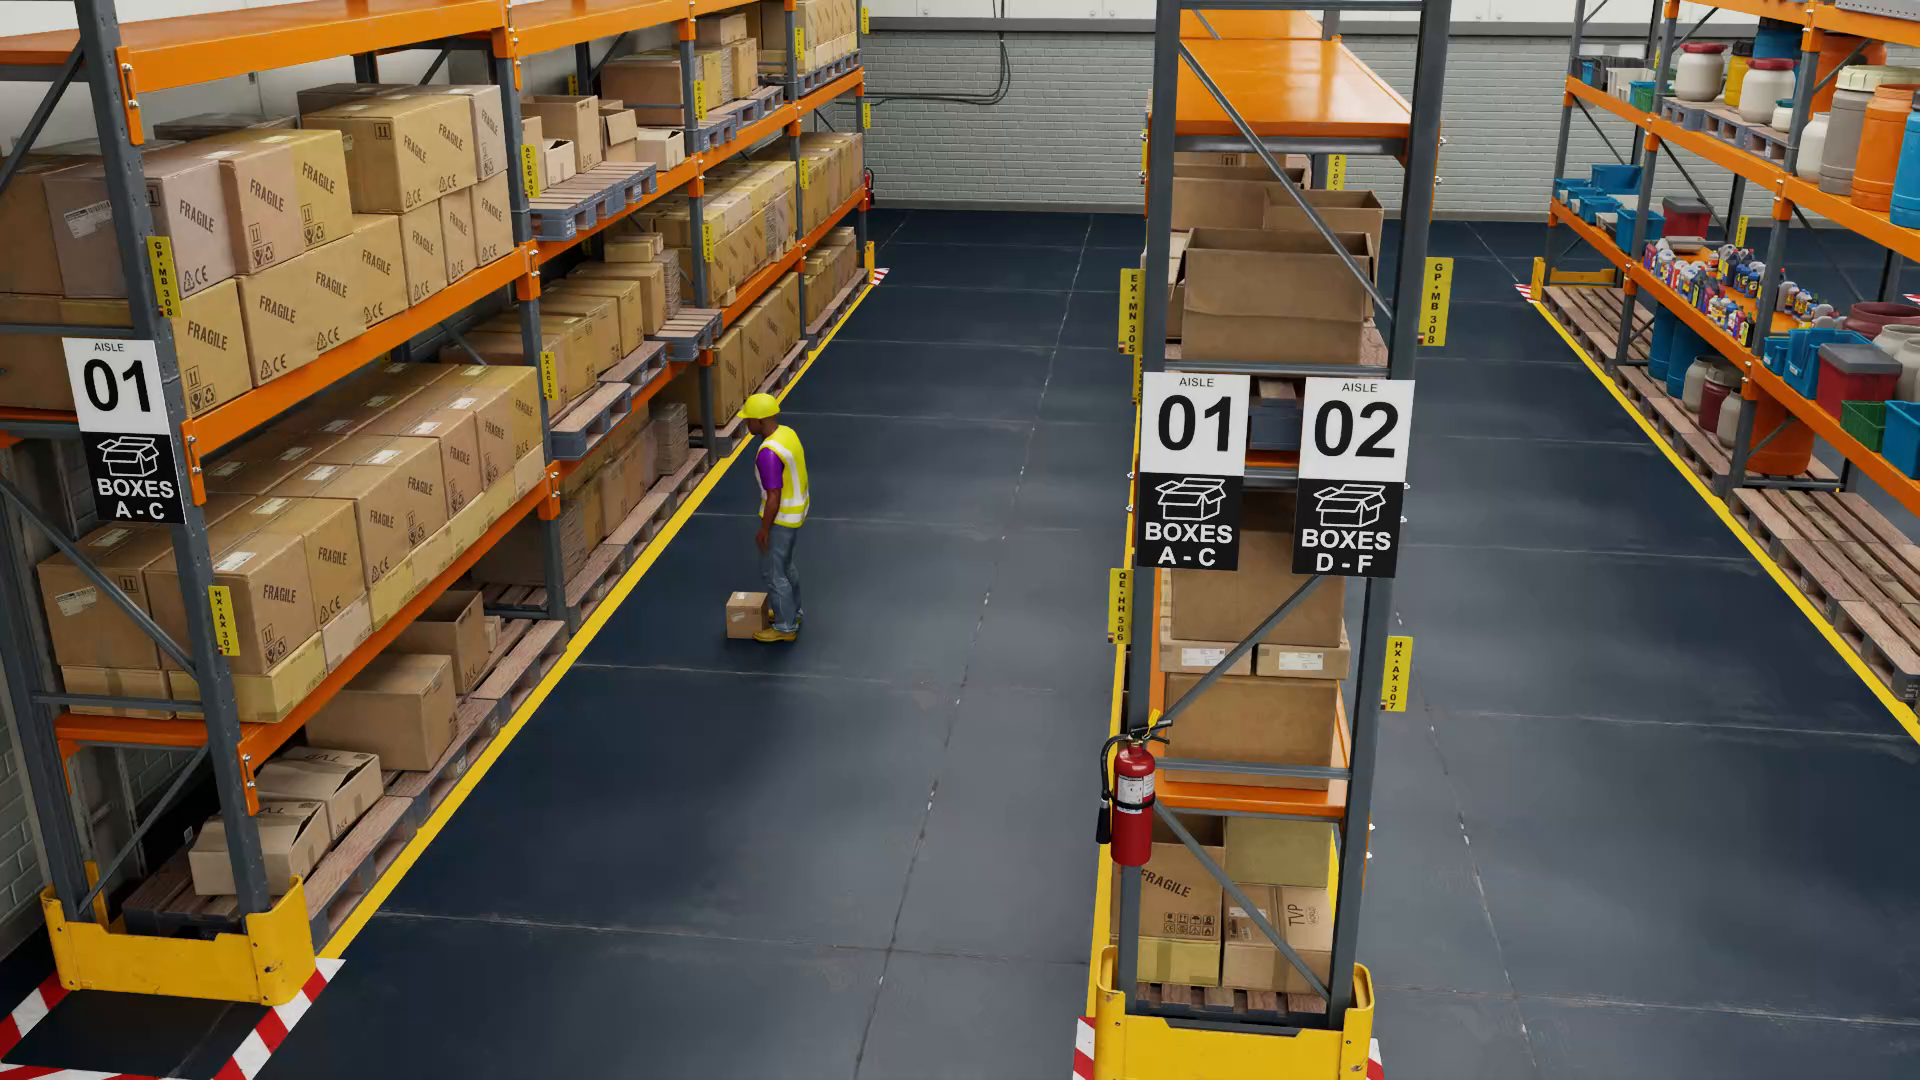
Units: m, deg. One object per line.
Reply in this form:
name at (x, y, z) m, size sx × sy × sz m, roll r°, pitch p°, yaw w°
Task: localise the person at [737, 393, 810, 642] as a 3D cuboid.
person at (-1.274, -0.167, 11.490) m, size 0.458 × 1.761 × 0.628 m, roll 3°, pitch 21°, yaw 7°
